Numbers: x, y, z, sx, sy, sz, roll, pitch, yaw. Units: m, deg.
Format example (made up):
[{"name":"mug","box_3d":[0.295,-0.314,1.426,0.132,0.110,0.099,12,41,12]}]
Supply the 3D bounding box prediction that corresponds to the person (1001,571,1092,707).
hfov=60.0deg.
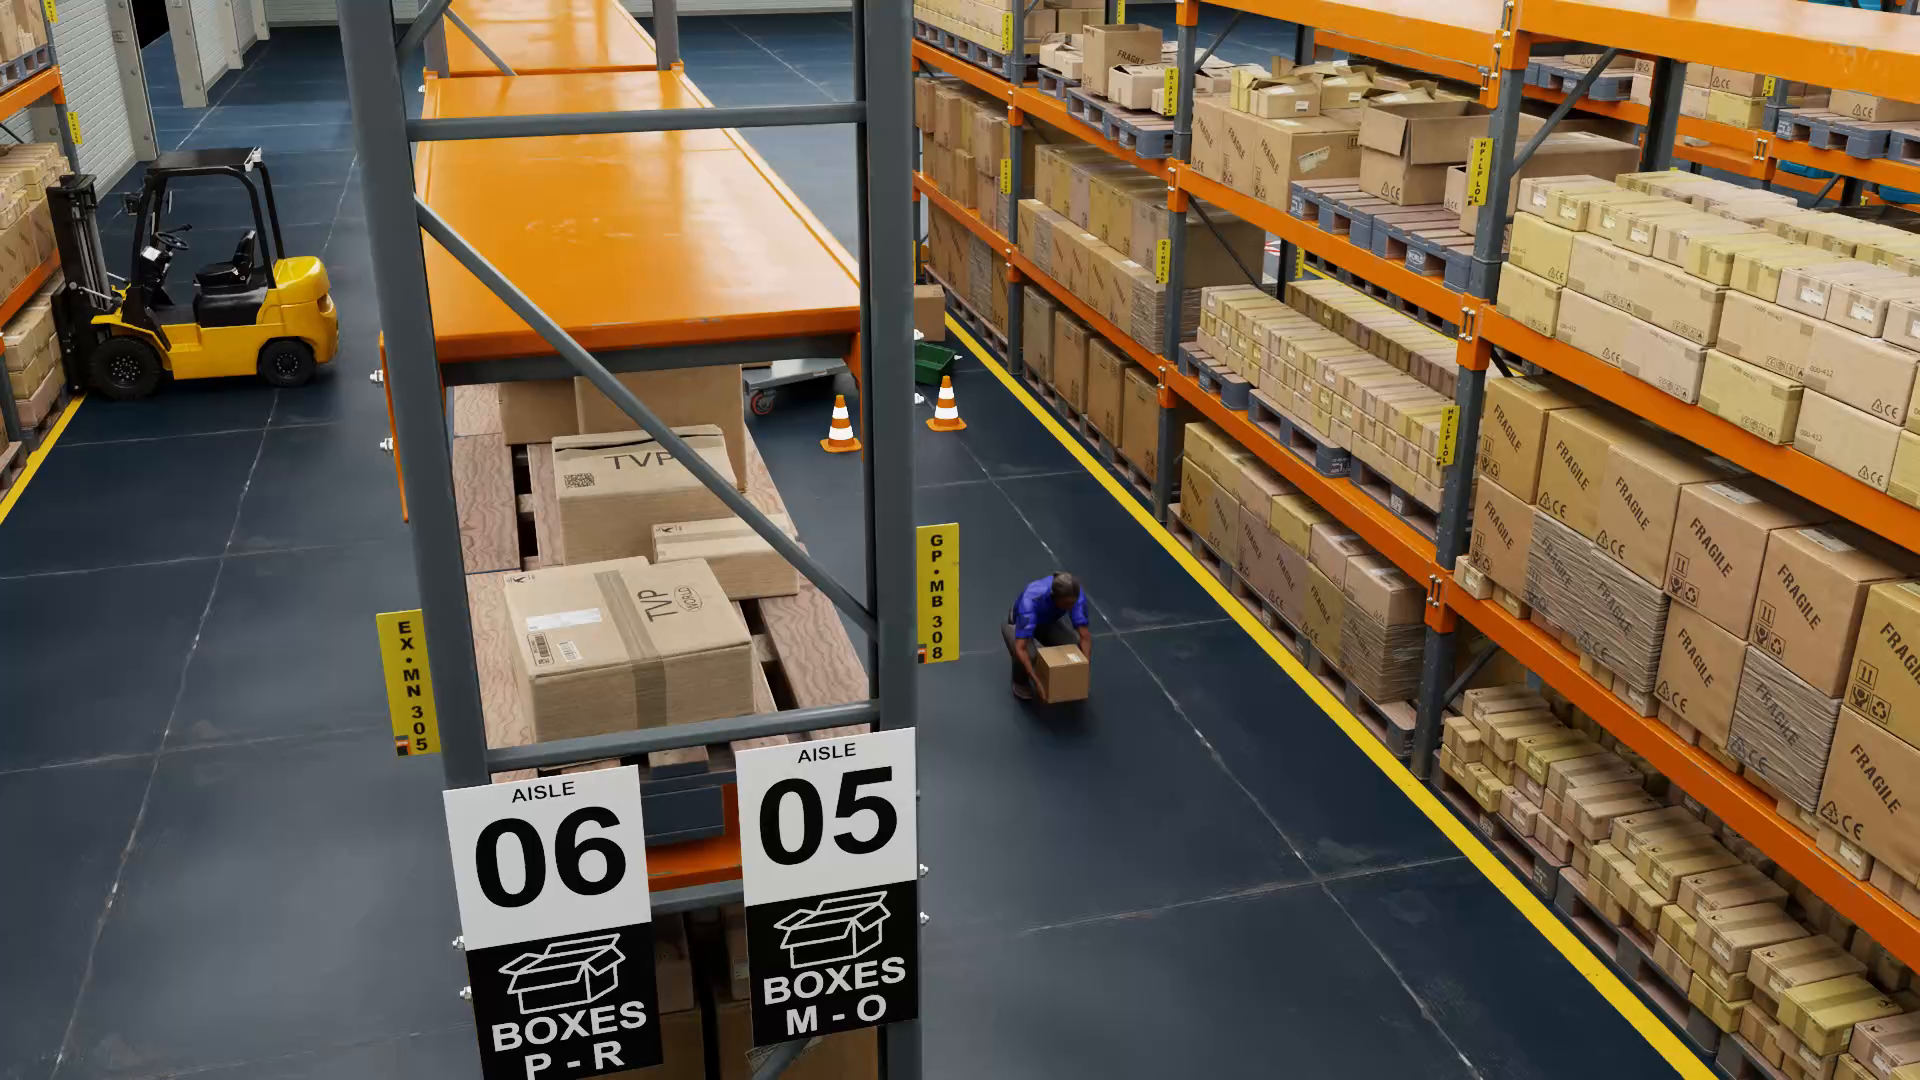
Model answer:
[{"name":"person","box_3d":[0.528,0.564,10.280,0.498,0.925,0.819,-6,24,-15]}]
